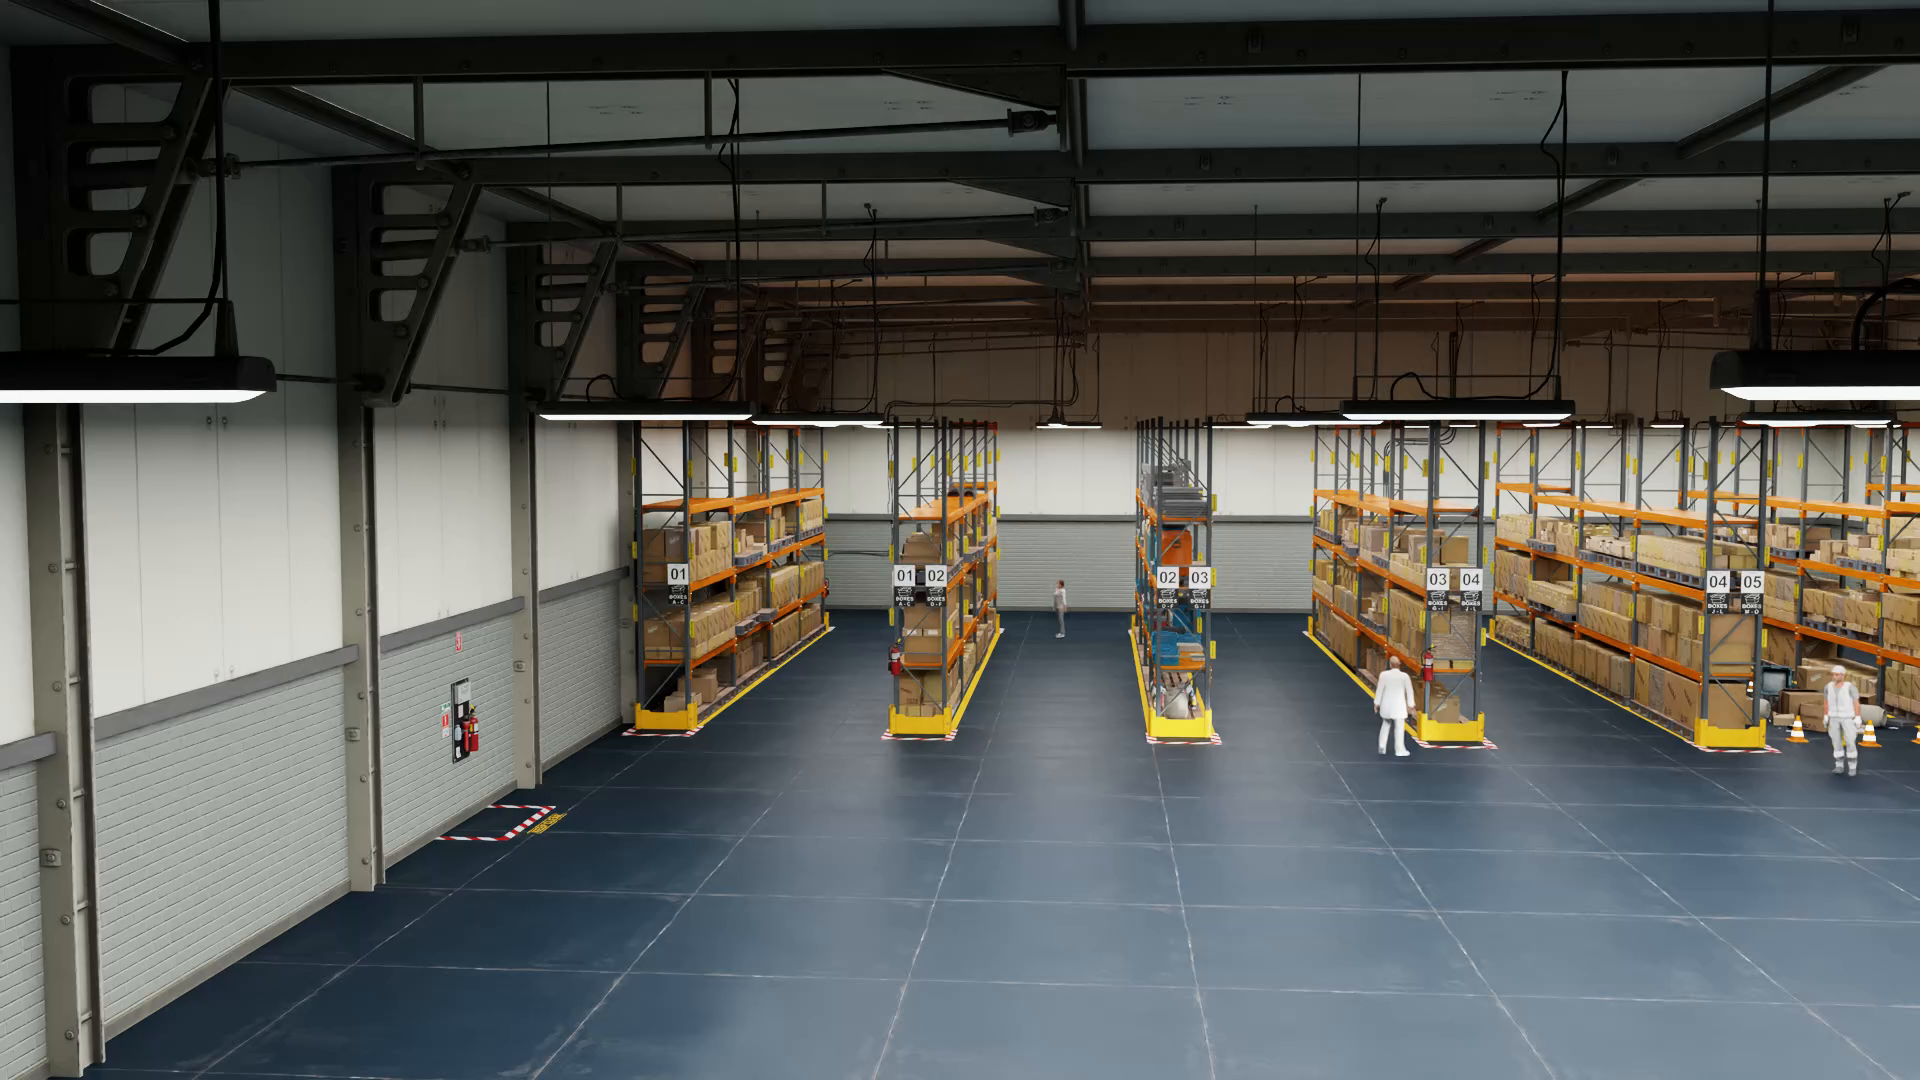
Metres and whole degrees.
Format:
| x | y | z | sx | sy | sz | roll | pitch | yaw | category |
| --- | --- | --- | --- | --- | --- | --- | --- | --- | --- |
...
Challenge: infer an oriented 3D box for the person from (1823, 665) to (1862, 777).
| x | y | z | sx | sy | sz | roll | pitch | yaw | category |
| --- | --- | --- | --- | --- | --- | --- | --- | --- | --- |
| 14.737 | 3.021 | 27.833 | 0.378 | 1.831 | 0.604 | -3 | 5 | -42 | person |

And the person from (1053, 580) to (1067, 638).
| x | y | z | sx | sy | sz | roll | pitch | yaw | category |
| --- | --- | --- | --- | --- | --- | --- | --- | --- | --- |
| 2.772 | 1.904 | 46.279 | 0.350 | 1.600 | 0.455 | -1 | 4 | -22 | person |

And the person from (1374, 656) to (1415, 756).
| x | y | z | sx | sy | sz | roll | pitch | yaw | category |
| --- | --- | --- | --- | --- | --- | --- | --- | --- | --- |
| 7.662 | 2.923 | 29.294 | 0.645 | 1.790 | 0.538 | 3 | 5 | 37 | person |
